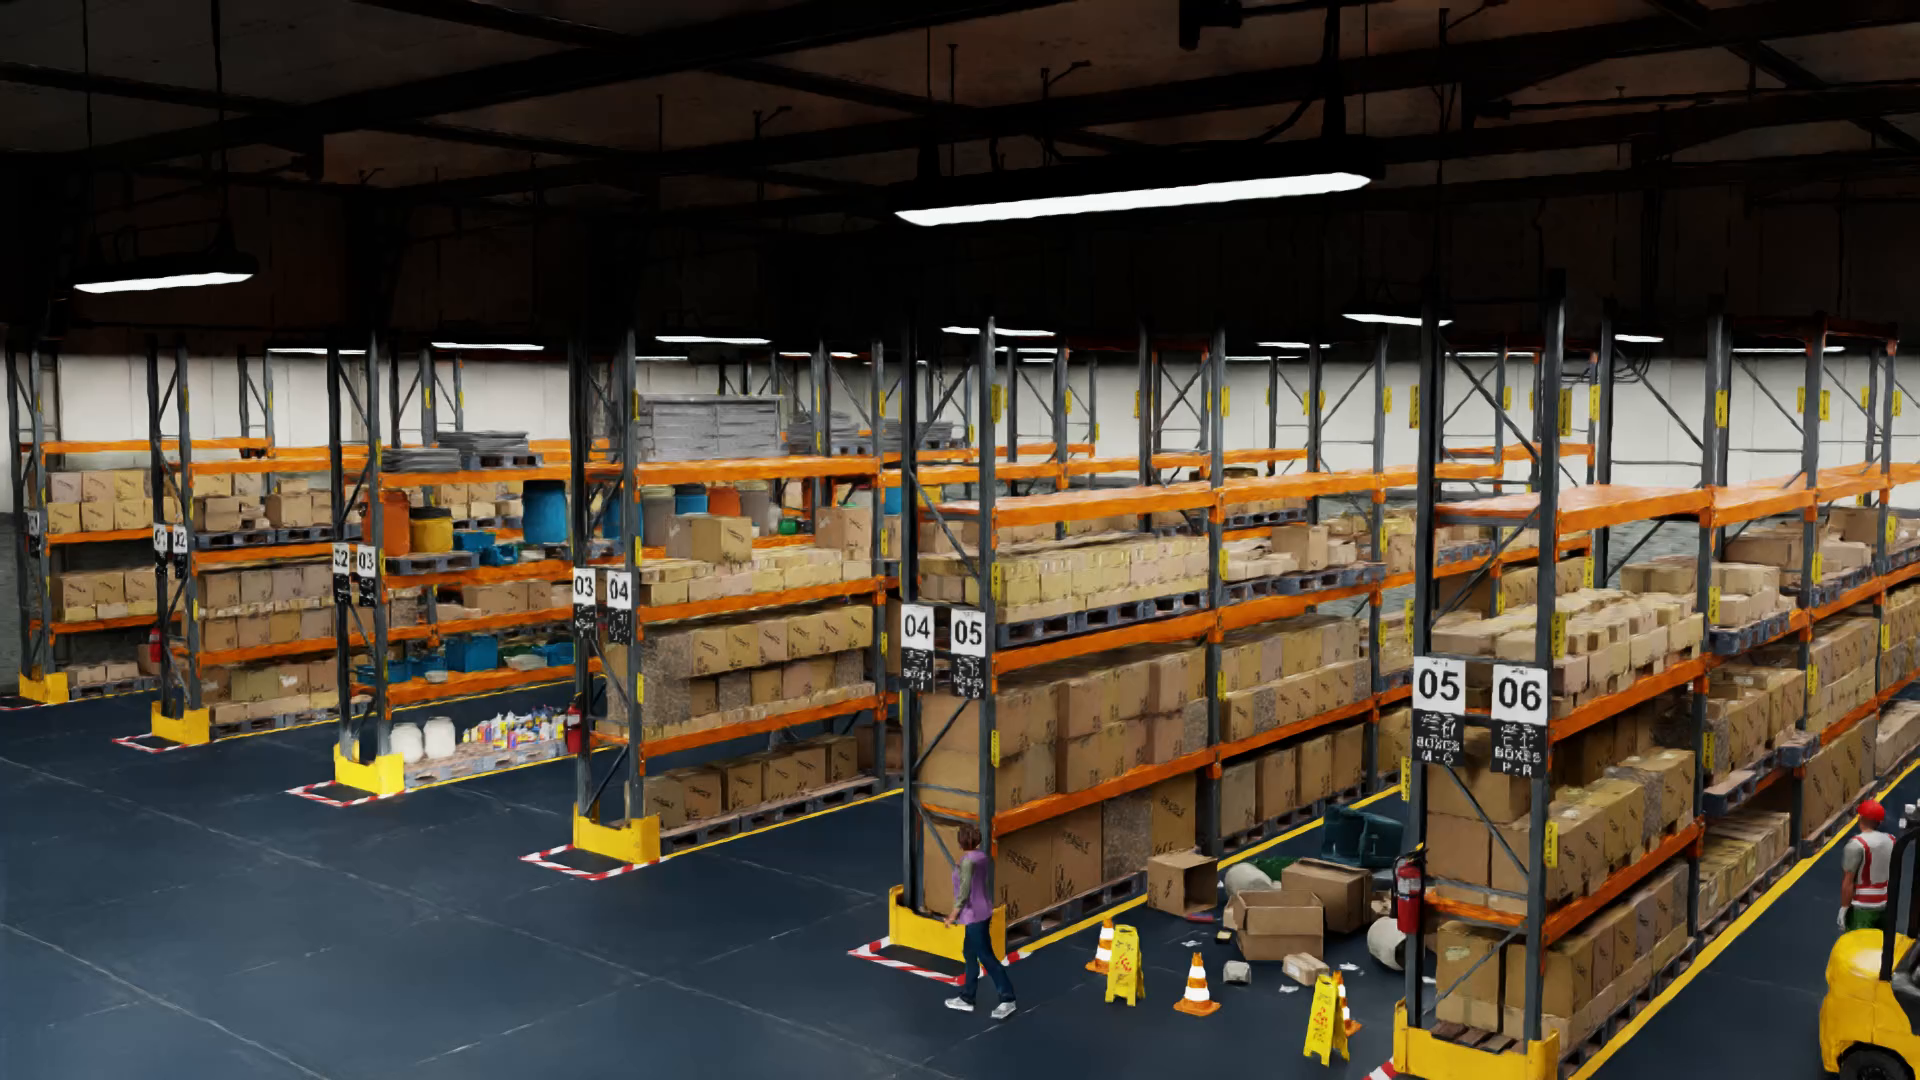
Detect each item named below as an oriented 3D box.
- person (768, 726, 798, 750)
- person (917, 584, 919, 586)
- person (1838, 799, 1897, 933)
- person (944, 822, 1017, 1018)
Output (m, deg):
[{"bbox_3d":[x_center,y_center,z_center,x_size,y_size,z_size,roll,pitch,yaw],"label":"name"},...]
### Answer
[{"bbox_3d":[-2.496,2.356,22.625,0.418,1.512,1.033,5,7,44],"label":"person"},{"bbox_3d":[-1.125,0.839,38.137,0.759,1.770,0.519,-2,6,-24],"label":"person"},{"bbox_3d":[7.461,3.019,13.792,0.608,1.785,0.489,-2,6,-21],"label":"person"},{"bbox_3d":[0.162,3.140,13.776,0.639,1.587,0.443,1,5,13],"label":"person"}]
